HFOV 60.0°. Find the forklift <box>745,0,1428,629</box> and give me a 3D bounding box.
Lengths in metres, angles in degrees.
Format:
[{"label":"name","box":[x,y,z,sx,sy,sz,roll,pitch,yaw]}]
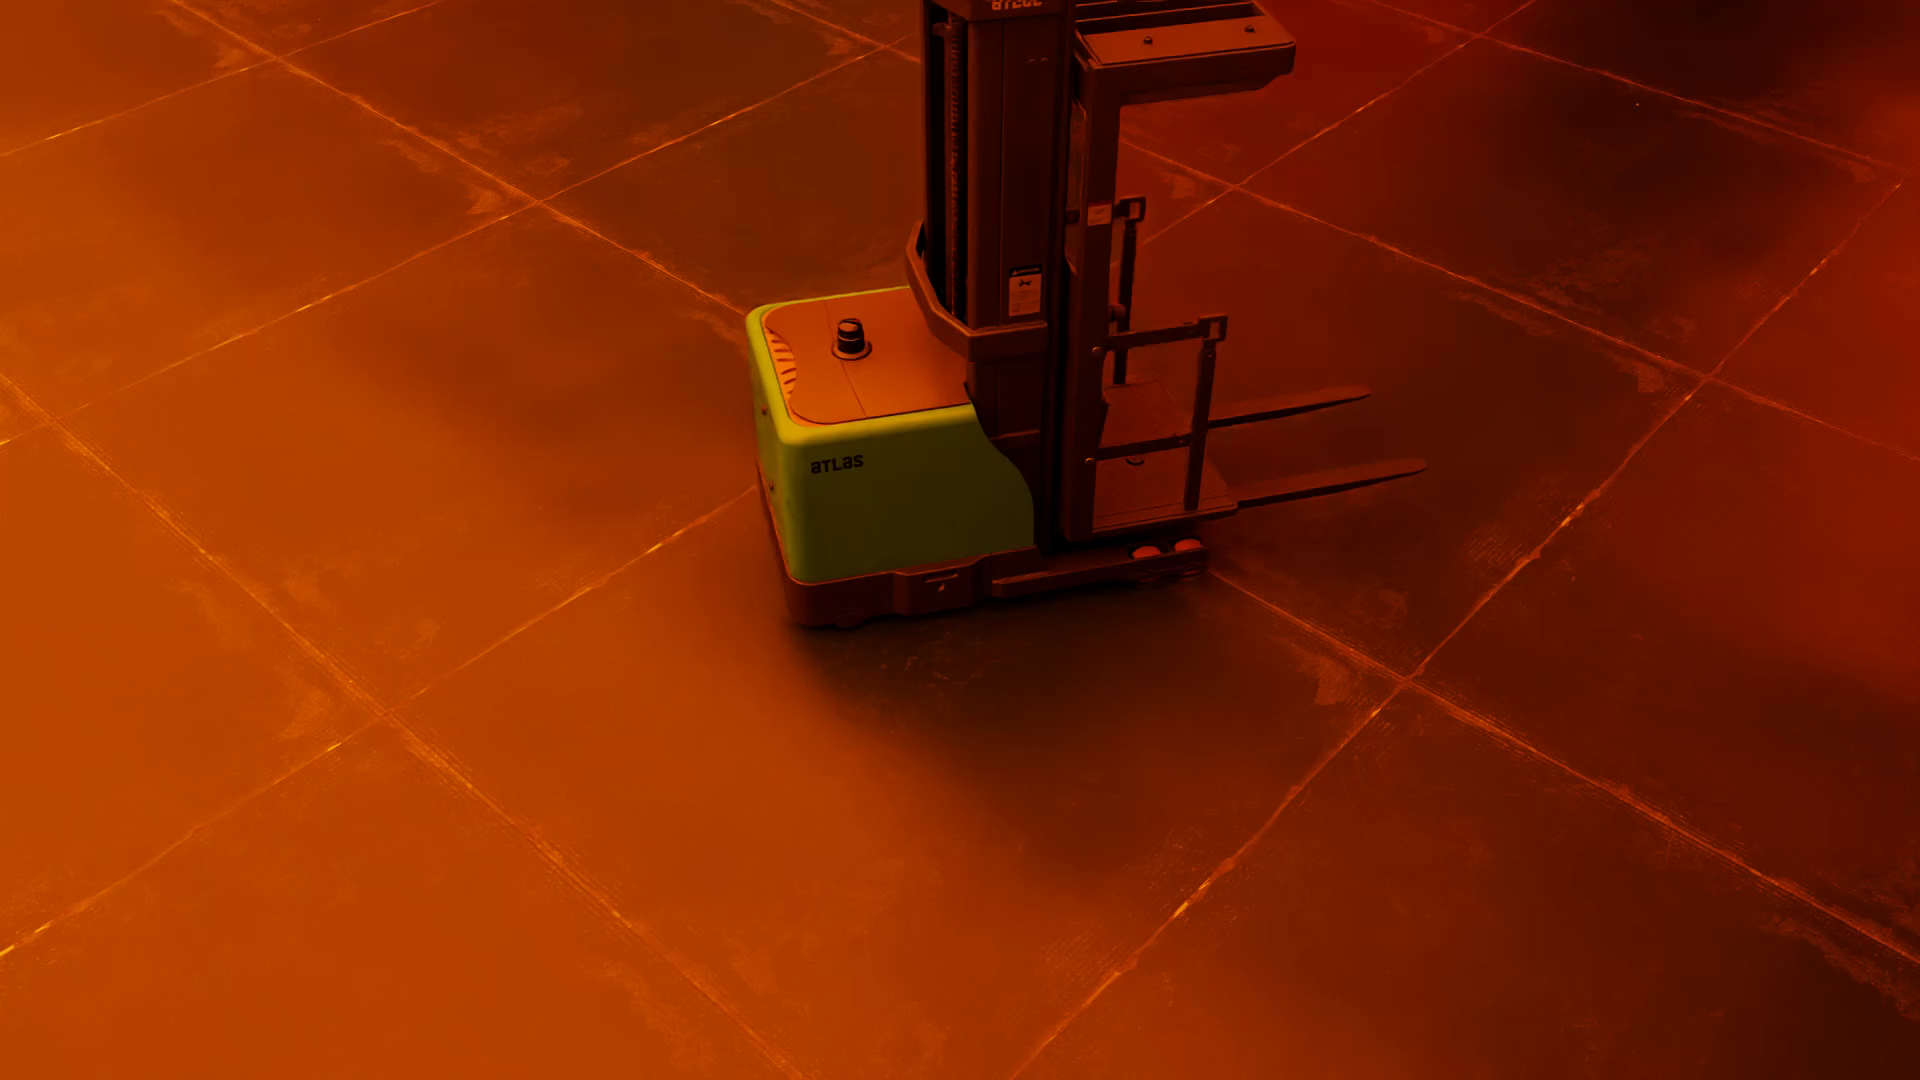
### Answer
[{"label":"forklift","box":[0.629,-1.247,6.881,3.031,2.935,1.130,-9,42,-11]}]
